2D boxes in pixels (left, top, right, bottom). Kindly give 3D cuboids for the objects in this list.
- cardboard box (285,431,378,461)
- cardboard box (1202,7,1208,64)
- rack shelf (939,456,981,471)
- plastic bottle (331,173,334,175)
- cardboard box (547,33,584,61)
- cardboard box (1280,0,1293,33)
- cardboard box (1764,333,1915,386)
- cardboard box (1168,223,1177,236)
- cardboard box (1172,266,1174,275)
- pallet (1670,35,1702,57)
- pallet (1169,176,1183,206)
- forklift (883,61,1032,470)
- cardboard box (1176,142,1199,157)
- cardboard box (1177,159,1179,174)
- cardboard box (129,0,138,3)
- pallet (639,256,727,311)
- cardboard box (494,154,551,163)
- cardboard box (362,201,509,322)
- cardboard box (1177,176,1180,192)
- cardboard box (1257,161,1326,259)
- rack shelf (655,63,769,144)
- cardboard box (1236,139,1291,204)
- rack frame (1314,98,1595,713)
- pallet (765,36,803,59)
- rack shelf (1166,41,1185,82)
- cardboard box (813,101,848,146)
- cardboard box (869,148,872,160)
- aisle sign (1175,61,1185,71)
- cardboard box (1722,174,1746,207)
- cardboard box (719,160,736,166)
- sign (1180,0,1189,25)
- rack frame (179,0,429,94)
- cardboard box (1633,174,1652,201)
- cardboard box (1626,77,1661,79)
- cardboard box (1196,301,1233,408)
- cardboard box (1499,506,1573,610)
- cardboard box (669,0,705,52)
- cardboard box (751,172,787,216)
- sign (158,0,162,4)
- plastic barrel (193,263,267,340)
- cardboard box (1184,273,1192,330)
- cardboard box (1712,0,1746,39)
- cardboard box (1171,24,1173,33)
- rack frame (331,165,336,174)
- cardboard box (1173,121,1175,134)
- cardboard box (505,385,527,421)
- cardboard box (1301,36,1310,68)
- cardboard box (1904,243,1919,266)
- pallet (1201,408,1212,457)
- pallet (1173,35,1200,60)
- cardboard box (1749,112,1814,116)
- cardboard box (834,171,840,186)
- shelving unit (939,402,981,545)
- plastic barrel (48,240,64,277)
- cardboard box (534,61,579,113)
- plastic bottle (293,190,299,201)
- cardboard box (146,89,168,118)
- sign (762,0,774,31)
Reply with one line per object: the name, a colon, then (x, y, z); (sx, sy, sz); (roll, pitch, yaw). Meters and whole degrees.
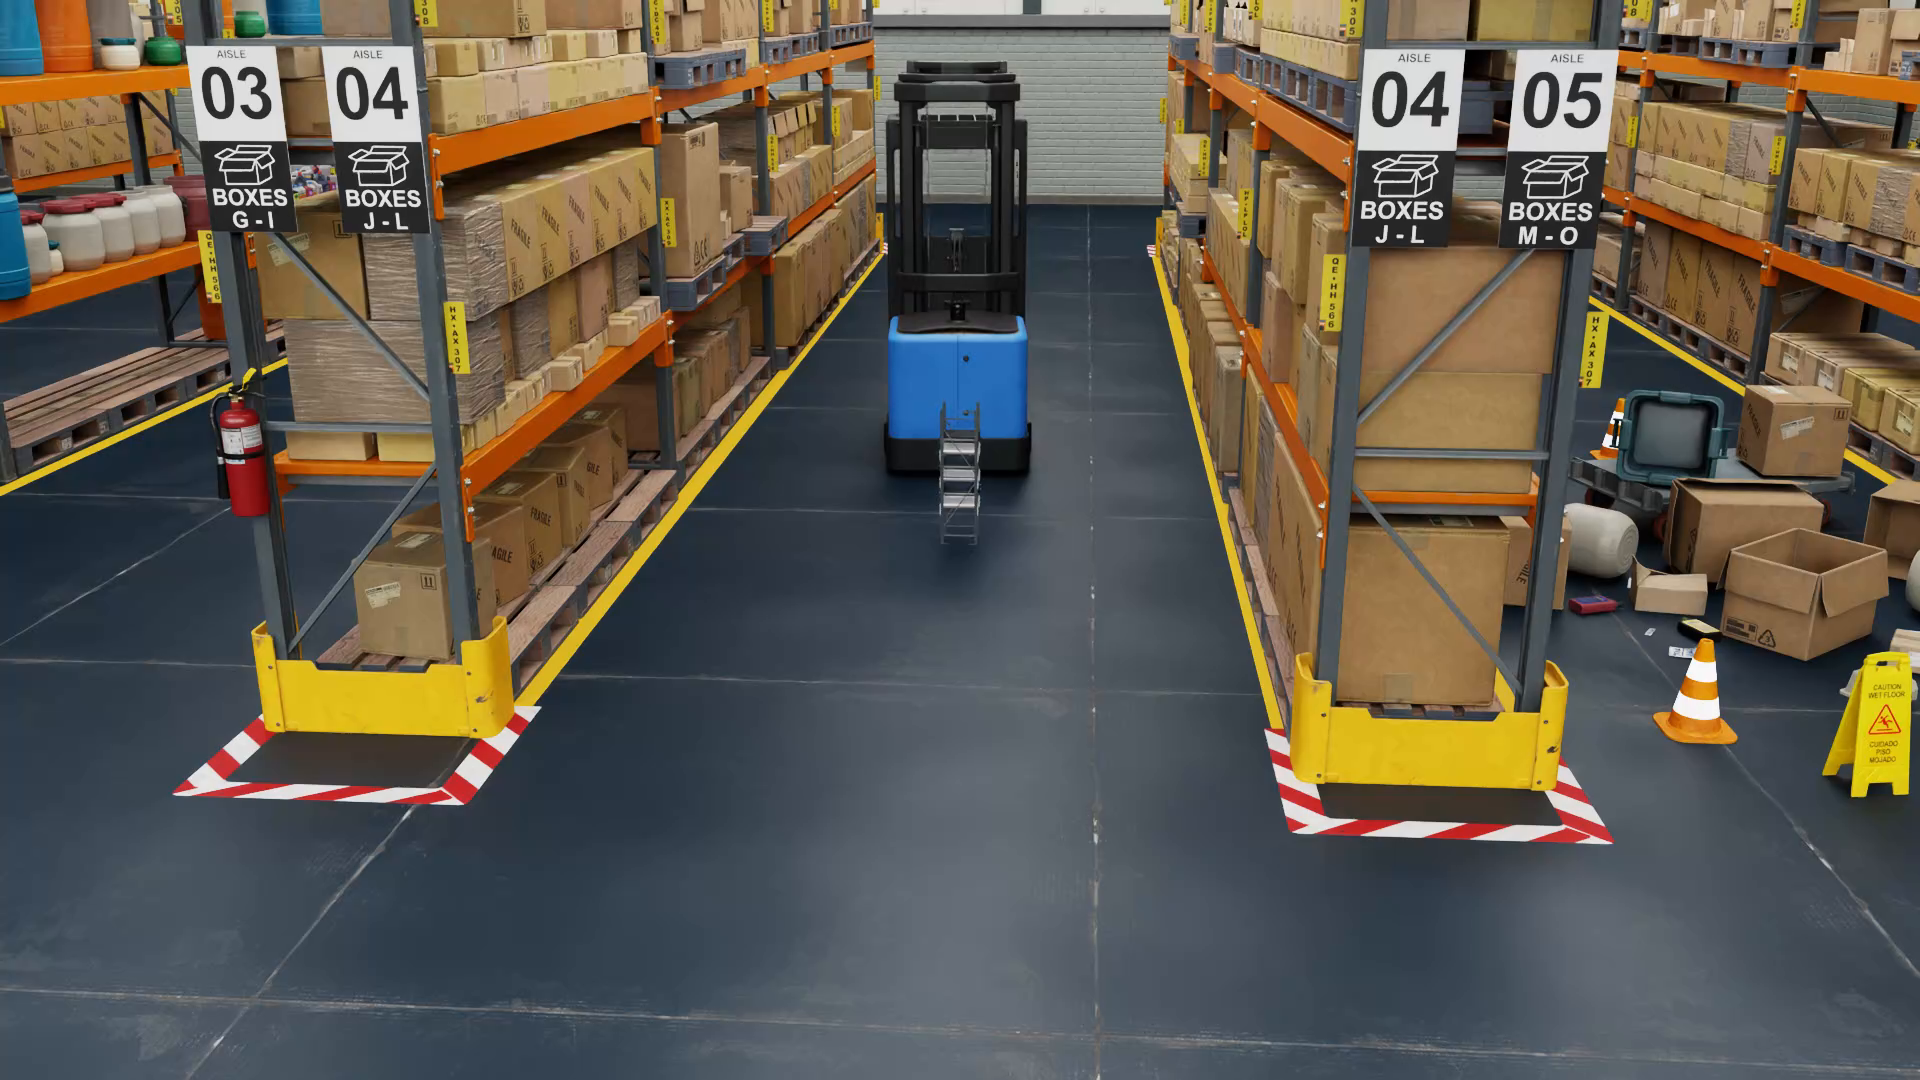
cardboard box: (-2.998, -0.486, 7.992); (0.380, 0.149, 0.250); (1, 18, 4)
cardboard box: (2.511, -4.666, 15.368); (0.500, 0.500, 0.500); (1, 18, 4)
rack shelf: (0.001, -0.484, 10.773); (0.258, 0.077, 0.200); (1, 18, 4)
plastic bottle: (-6.796, -3.844, 18.043); (0.097, 0.271, 0.097); (0, 18, 0)
cardboard box: (-2.351, -2.781, 9.377); (0.380, 0.149, 0.250); (2, 18, 6)
cardboard box: (2.029, -2.896, 9.054); (0.500, 0.250, 0.500); (1, 18, 3)
cardboard box: (7.595, -1.551, 14.385); (0.950, 0.372, 0.625); (0, 18, 0)
cardboard box: (2.823, -3.902, 20.964); (0.380, 0.149, 0.250); (2, 18, 5)
cardboard box: (2.732, -3.233, 19.878); (0.380, 0.149, 0.250); (1, 18, 2)
pallet: (7.915, -5.066, 17.058); (0.805, 0.209, 1.217); (1, 18, 2)
pallet: (2.787, -3.772, 17.924); (1.003, 0.211, 1.213); (1, 18, 4)
forklift: (-0.028, -2.310, 13.266); (1.130, 2.935, 3.031); (0, 18, -1)
cardboard box: (2.427, -4.024, 17.161); (0.380, 0.149, 0.250); (1, 18, 3)
cardboard box: (2.411, -3.799, 16.950); (0.380, 0.149, 0.250); (1, 18, 3)
cardboard box: (-11.567, -7.492, 22.386); (0.700, 0.500, 0.500); (1, 18, 4)
pallet: (-2.326, -1.897, 12.204); (1.003, 0.211, 1.213); (1, 18, 4)
cardboard box: (-2.846, -2.129, 10.359); (0.500, 0.500, 0.500); (1, 18, 4)
cardboard box: (-2.502, -1.341, 7.954); (0.500, 0.500, 0.500); (1, 18, 4)
cardboard box: (2.391, -3.581, 16.764); (0.380, 0.149, 0.250); (0, 18, 1)
cardboard box: (2.353, -2.083, 10.487); (0.875, 0.550, 0.550); (1, 18, 4)
rack shelf: (-2.383, -3.459, 13.000); (1.077, 0.370, 4.000); (1, 18, 4)
cardboard box: (2.589, -2.921, 13.255); (0.700, 0.500, 0.500); (1, 18, 3)
rack frame: (2.127, -0.370, 7.235); (1.000, 3.000, 0.127); (1, 18, 4)
pallet: (-2.169, -4.881, 16.487); (1.003, 0.211, 1.213); (2, 18, 6)
rack shelf: (3.131, -5.802, 20.149); (1.077, 0.370, 4.000); (1, 18, 4)
cardboard box: (-1.620, -4.961, 19.805); (0.500, 0.500, 0.500); (1, 18, 4)
cardboard box: (-1.380, -5.163, 22.266); (0.380, 0.149, 0.250); (1, 18, 4)
aisle sign: (2.980, -6.604, 22.085); (0.394, 0.787, 0.004); (1, 18, 4)
cardboard box: (7.459, -3.257, 15.484); (0.500, 0.250, 0.500); (1, 18, 2)
cardboard box: (-2.238, -3.075, 14.656); (0.500, 0.500, 0.500); (-1, 18, -3)
sign: (2.445, -5.778, 18.091); (0.100, 0.325, 0.005); (1, 18, 4)
rack frame: (-2.813, -3.363, 6.734); (1.000, 3.000, 0.127); (1, 18, 4)
cardboard box: (7.637, -3.816, 17.992); (0.500, 0.250, 0.500); (1, 18, 3)
cardboard box: (8.356, -5.577, 20.319); (0.380, 0.149, 0.250); (2, 18, 5)
cardboard box: (2.508, -1.526, 13.702); (1.050, 0.750, 0.750); (2, 18, 5)
cardboard box: (3.326, 0.079, 9.874); (0.500, 0.500, 0.500); (4, 19, 13)
cardboard box: (-2.327, -3.865, 12.243); (0.797, 0.503, 0.637); (2, 18, 6)
cardboard box: (-1.933, -3.189, 15.678); (0.500, 0.500, 0.500); (2, 18, 6)
sign: (-10.994, -7.531, 22.850); (0.100, 0.325, 0.005); (1, 18, 4)
plastic barrel: (-7.162, -2.428, 16.326); (0.600, 0.830, 0.708); (1, 18, 4)
cardboard box: (2.550, -2.402, 16.777); (0.500, 0.500, 0.500); (0, 18, 1)
cardboard box: (7.482, -5.002, 15.718); (0.500, 0.500, 0.500); (1, 18, 4)
cardboard box: (2.987, -6.560, 21.548); (0.500, 0.250, 0.500); (2, 18, 6)
rack frame: (-6.893, -4.350, 19.380); (1.000, 3.000, 0.127); (1, 18, 4)
cardboard box: (2.815, -4.758, 19.988); (0.500, 0.500, 0.500); (1, 18, 4)
cardboard box: (-2.488, -0.708, 8.671); (0.380, 0.149, 0.250); (1, 18, 4)
cardboard box: (1.904, -2.428, 8.268); (0.380, 0.149, 0.250); (1, 18, 4)
cardboard box: (7.207, -2.096, 12.231); (0.380, 0.149, 0.250); (1, 18, 4)
pallet: (2.479, -0.908, 13.356); (1.003, 0.211, 1.213); (1, 18, 4)
pallet: (2.765, -4.922, 16.610); (1.213, 0.211, 1.003); (1, 18, 4)
cardboard box: (8.042, -3.917, 16.294); (0.500, 0.500, 0.500); (2, 18, 5)
cardboard box: (-1.600, -4.204, 19.339); (0.380, 0.149, 0.250); (1, 18, 4)
shelving unit: (0.001, -0.430, 10.791); (0.258, 0.900, 0.210); (1, 18, 4)
plastic barrel: (-7.218, -2.207, 13.063); (0.301, 0.262, 0.301); (0, 18, 0)
cardboard box: (-2.418, -2.486, 9.116); (0.500, 0.250, 0.500); (2, 18, 6)
plastic bottle: (-6.721, -3.435, 16.776); (0.061, 0.283, 0.133); (1, 18, 4)
cardboard box: (-11.304, -6.082, 22.900); (0.500, 0.500, 0.500); (1, 18, 3)
sign: (-1.698, -4.655, 14.665); (0.100, 0.325, 0.005); (1, 18, 4)
